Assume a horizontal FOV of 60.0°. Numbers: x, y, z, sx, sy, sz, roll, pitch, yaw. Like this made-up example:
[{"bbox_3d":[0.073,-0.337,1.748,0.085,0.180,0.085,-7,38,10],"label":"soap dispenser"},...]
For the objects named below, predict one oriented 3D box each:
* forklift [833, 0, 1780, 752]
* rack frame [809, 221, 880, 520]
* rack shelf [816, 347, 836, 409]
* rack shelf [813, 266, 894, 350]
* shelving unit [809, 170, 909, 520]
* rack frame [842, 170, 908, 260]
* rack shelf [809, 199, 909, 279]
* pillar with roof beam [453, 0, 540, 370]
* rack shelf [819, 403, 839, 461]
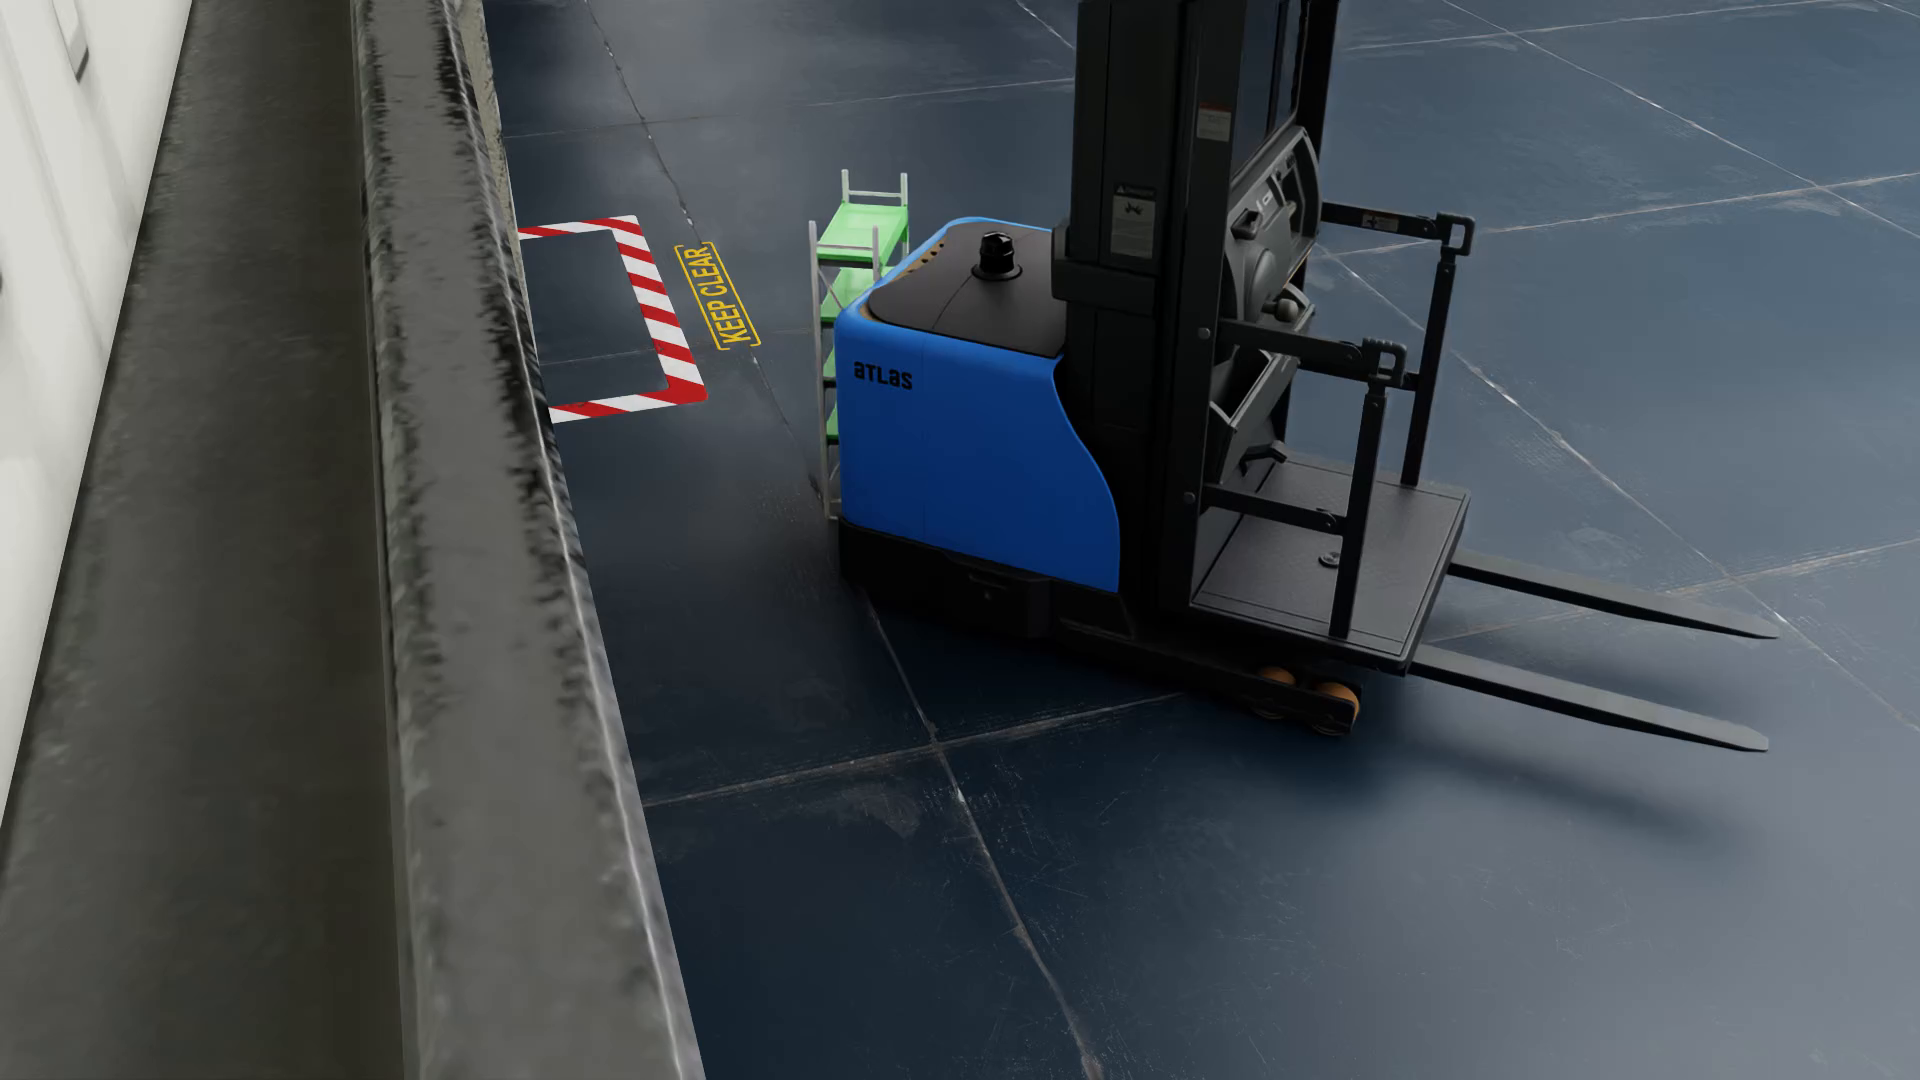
[{"bbox_3d":[1.133,-0.939,4.966,3.031,2.935,1.130,14,36,21],"label":"forklift"},{"bbox_3d":[-0.395,-0.573,5.982,0.240,1.200,0.015,5,34,8],"label":"rack frame"},{"bbox_3d":[-0.354,-0.652,6.218,0.258,0.148,0.480,5,34,8],"label":"rack shelf"},{"bbox_3d":[-0.354,-0.852,6.086,0.258,0.148,0.480,5,34,8],"label":"rack shelf"},{"bbox_3d":[-0.354,-0.706,6.183,0.258,1.200,0.503,5,34,8],"label":"shelving unit"},{"bbox_3d":[-0.313,-0.838,6.384,0.240,1.200,0.015,5,34,8],"label":"rack frame"},{"bbox_3d":[-0.354,-1.053,5.954,0.258,0.148,0.480,5,34,8],"label":"rack shelf"},{"bbox_3d":[2.897,-3.635,3.543,9.100,9.000,0.400,-10,35,-15],"label":"pillar with roof beam"},{"bbox_3d":[-0.354,-0.452,6.350,0.258,0.148,0.480,5,34,8],"label":"rack shelf"}]
